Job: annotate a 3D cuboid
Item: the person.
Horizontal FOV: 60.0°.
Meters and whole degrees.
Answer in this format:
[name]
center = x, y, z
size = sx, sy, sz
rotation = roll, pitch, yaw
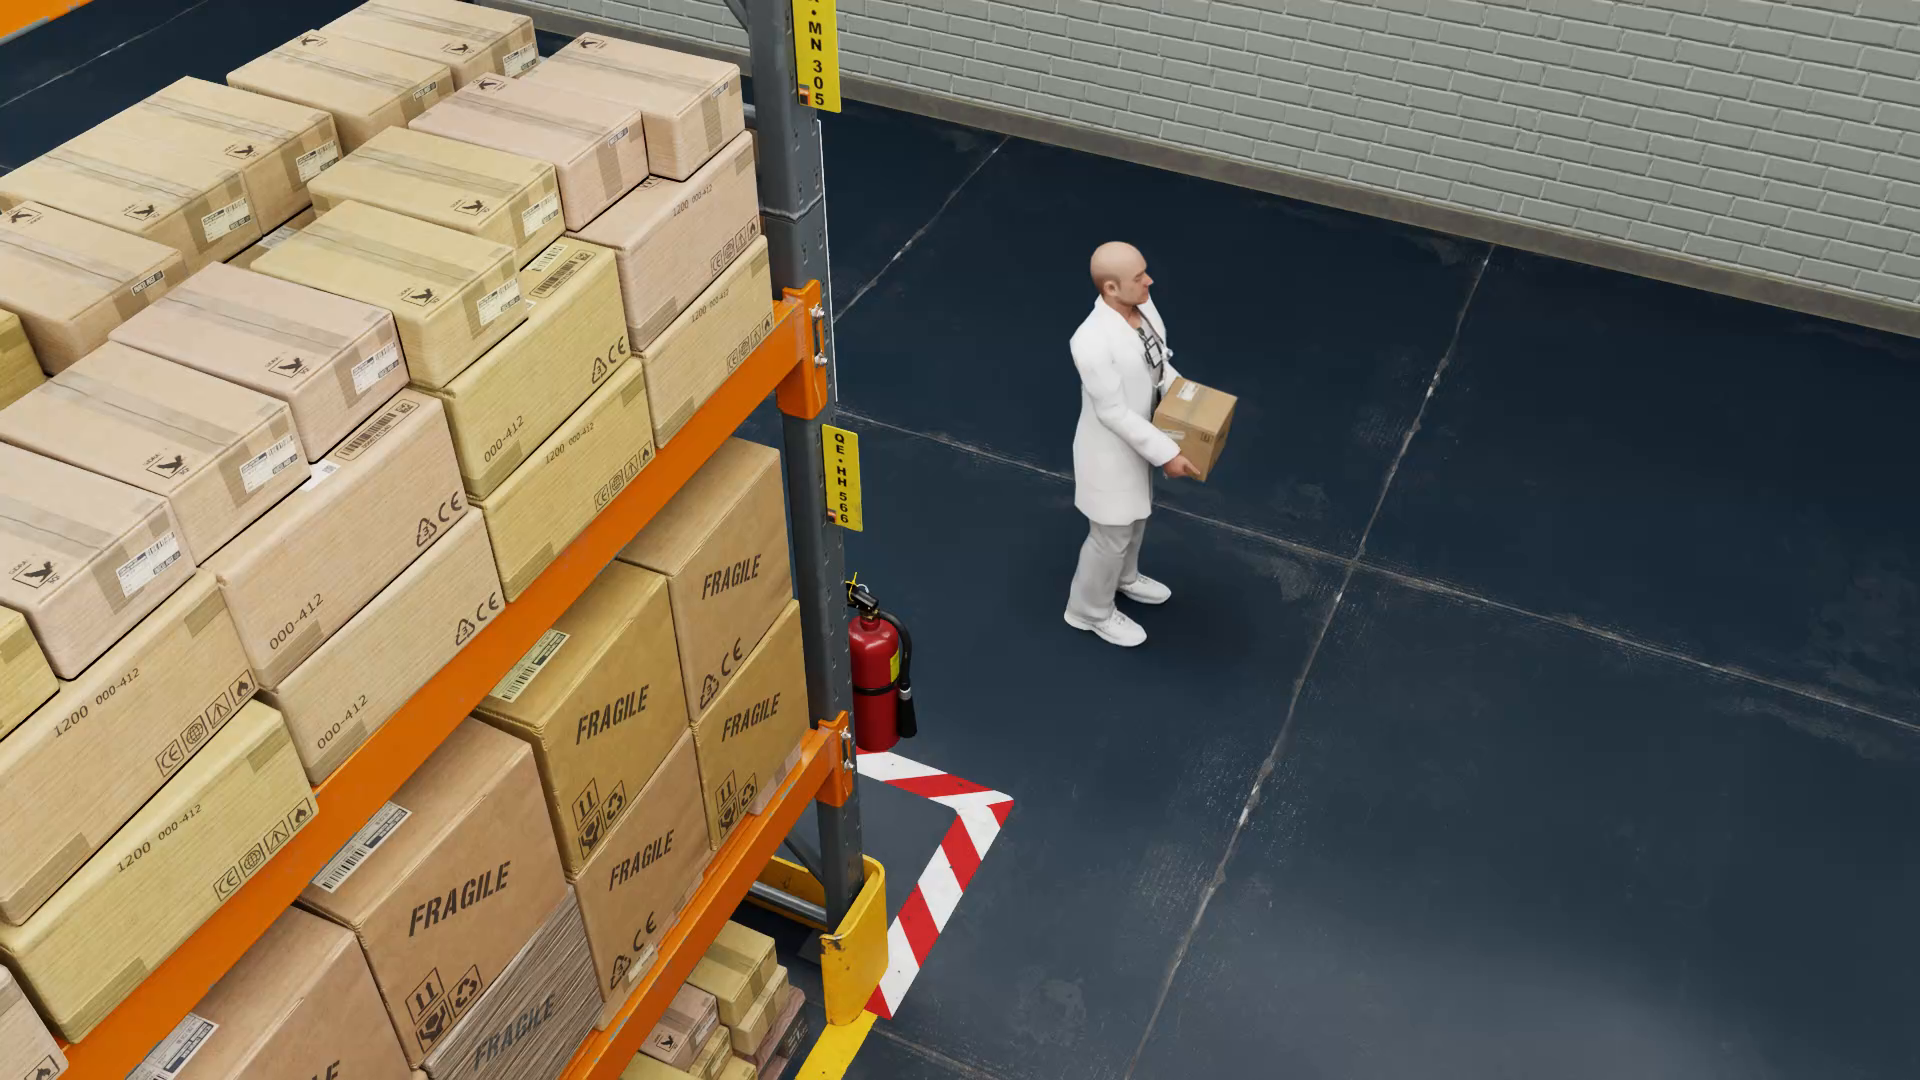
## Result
[person]
center = 0.725, -0.351, 6.569
size = 0.554, 1.773, 0.531
rotation = 17, 44, 18
